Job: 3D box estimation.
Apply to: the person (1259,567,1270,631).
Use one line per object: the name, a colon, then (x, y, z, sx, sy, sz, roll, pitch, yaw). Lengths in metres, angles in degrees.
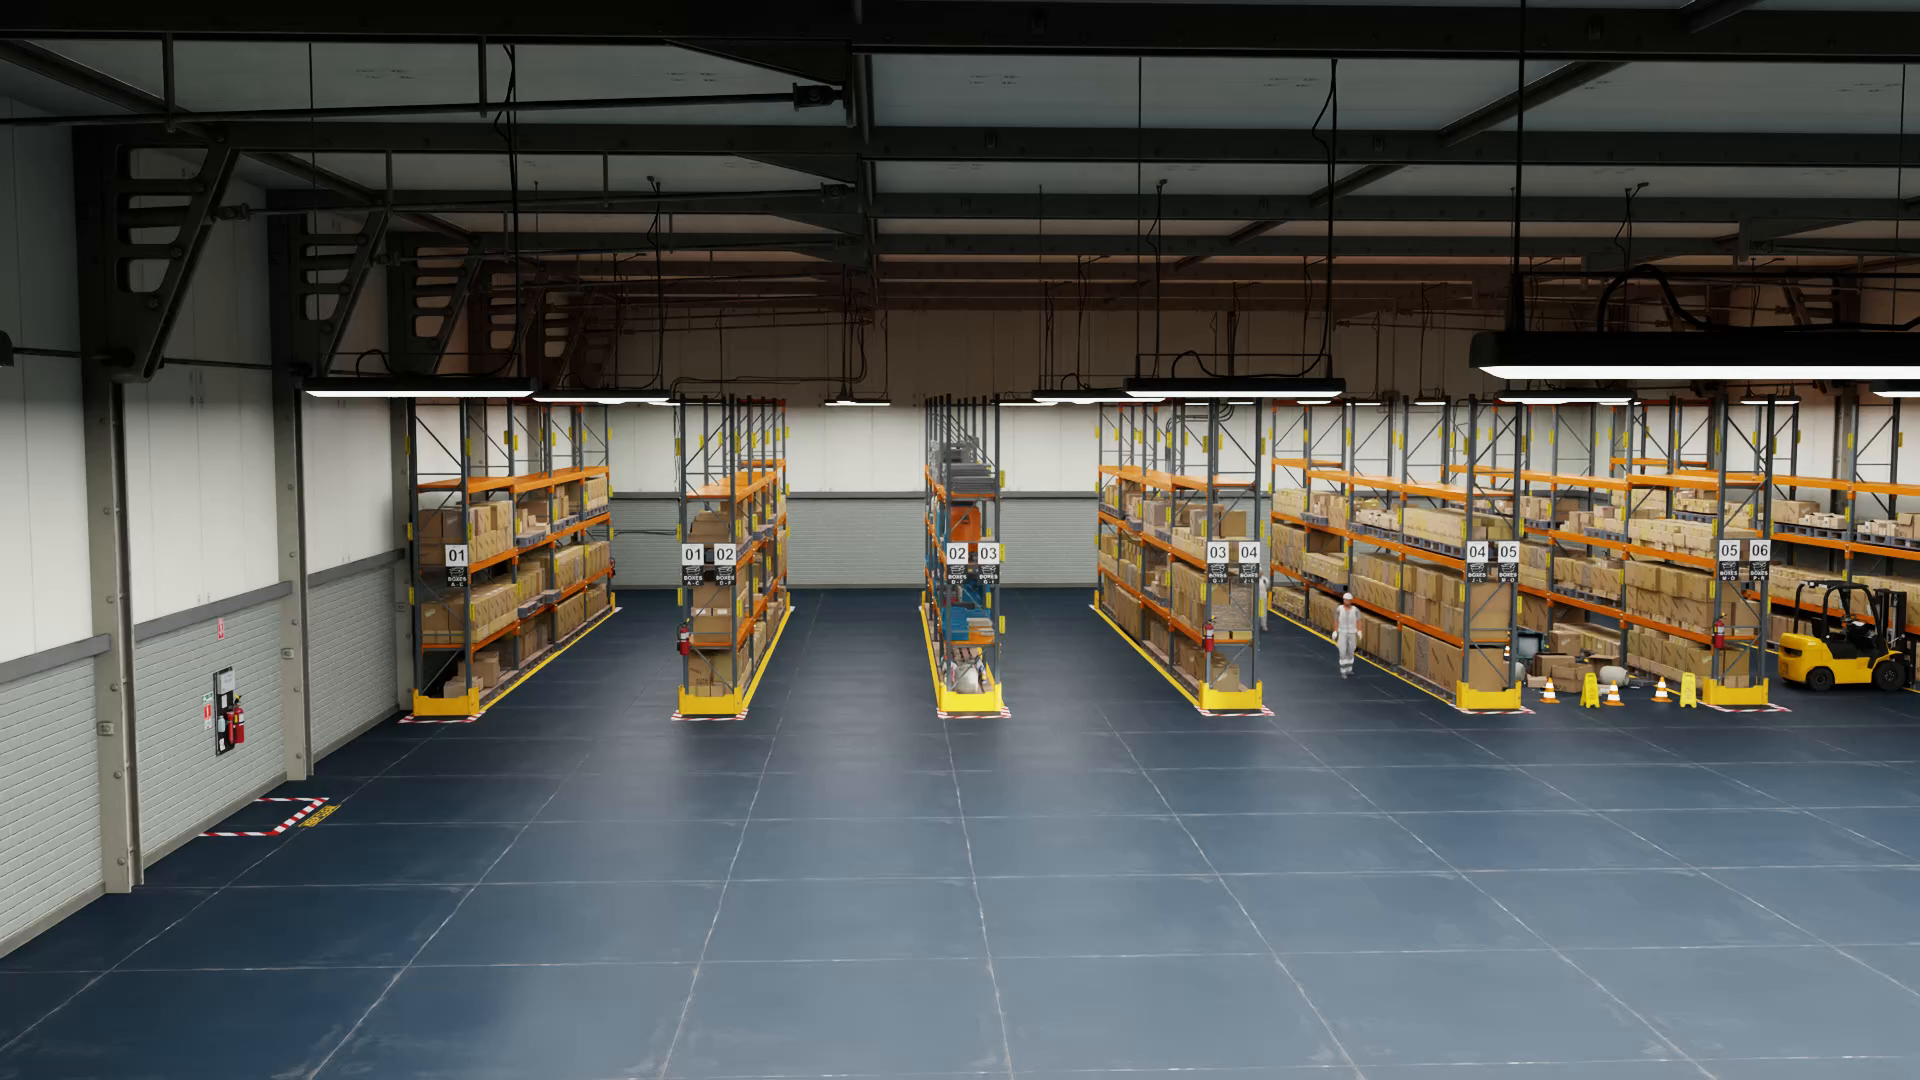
person: (7.742, 1.501, 43.028, 0.543, 1.596, 1.037, 0, 5, 0)

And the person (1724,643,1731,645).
person: (16.774, 2.049, 36.253, 0.519, 1.631, 0.633, -2, 5, -20)

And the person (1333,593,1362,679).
person: (8.277, 2.038, 35.528, 0.613, 1.821, 0.586, 1, 5, 10)
